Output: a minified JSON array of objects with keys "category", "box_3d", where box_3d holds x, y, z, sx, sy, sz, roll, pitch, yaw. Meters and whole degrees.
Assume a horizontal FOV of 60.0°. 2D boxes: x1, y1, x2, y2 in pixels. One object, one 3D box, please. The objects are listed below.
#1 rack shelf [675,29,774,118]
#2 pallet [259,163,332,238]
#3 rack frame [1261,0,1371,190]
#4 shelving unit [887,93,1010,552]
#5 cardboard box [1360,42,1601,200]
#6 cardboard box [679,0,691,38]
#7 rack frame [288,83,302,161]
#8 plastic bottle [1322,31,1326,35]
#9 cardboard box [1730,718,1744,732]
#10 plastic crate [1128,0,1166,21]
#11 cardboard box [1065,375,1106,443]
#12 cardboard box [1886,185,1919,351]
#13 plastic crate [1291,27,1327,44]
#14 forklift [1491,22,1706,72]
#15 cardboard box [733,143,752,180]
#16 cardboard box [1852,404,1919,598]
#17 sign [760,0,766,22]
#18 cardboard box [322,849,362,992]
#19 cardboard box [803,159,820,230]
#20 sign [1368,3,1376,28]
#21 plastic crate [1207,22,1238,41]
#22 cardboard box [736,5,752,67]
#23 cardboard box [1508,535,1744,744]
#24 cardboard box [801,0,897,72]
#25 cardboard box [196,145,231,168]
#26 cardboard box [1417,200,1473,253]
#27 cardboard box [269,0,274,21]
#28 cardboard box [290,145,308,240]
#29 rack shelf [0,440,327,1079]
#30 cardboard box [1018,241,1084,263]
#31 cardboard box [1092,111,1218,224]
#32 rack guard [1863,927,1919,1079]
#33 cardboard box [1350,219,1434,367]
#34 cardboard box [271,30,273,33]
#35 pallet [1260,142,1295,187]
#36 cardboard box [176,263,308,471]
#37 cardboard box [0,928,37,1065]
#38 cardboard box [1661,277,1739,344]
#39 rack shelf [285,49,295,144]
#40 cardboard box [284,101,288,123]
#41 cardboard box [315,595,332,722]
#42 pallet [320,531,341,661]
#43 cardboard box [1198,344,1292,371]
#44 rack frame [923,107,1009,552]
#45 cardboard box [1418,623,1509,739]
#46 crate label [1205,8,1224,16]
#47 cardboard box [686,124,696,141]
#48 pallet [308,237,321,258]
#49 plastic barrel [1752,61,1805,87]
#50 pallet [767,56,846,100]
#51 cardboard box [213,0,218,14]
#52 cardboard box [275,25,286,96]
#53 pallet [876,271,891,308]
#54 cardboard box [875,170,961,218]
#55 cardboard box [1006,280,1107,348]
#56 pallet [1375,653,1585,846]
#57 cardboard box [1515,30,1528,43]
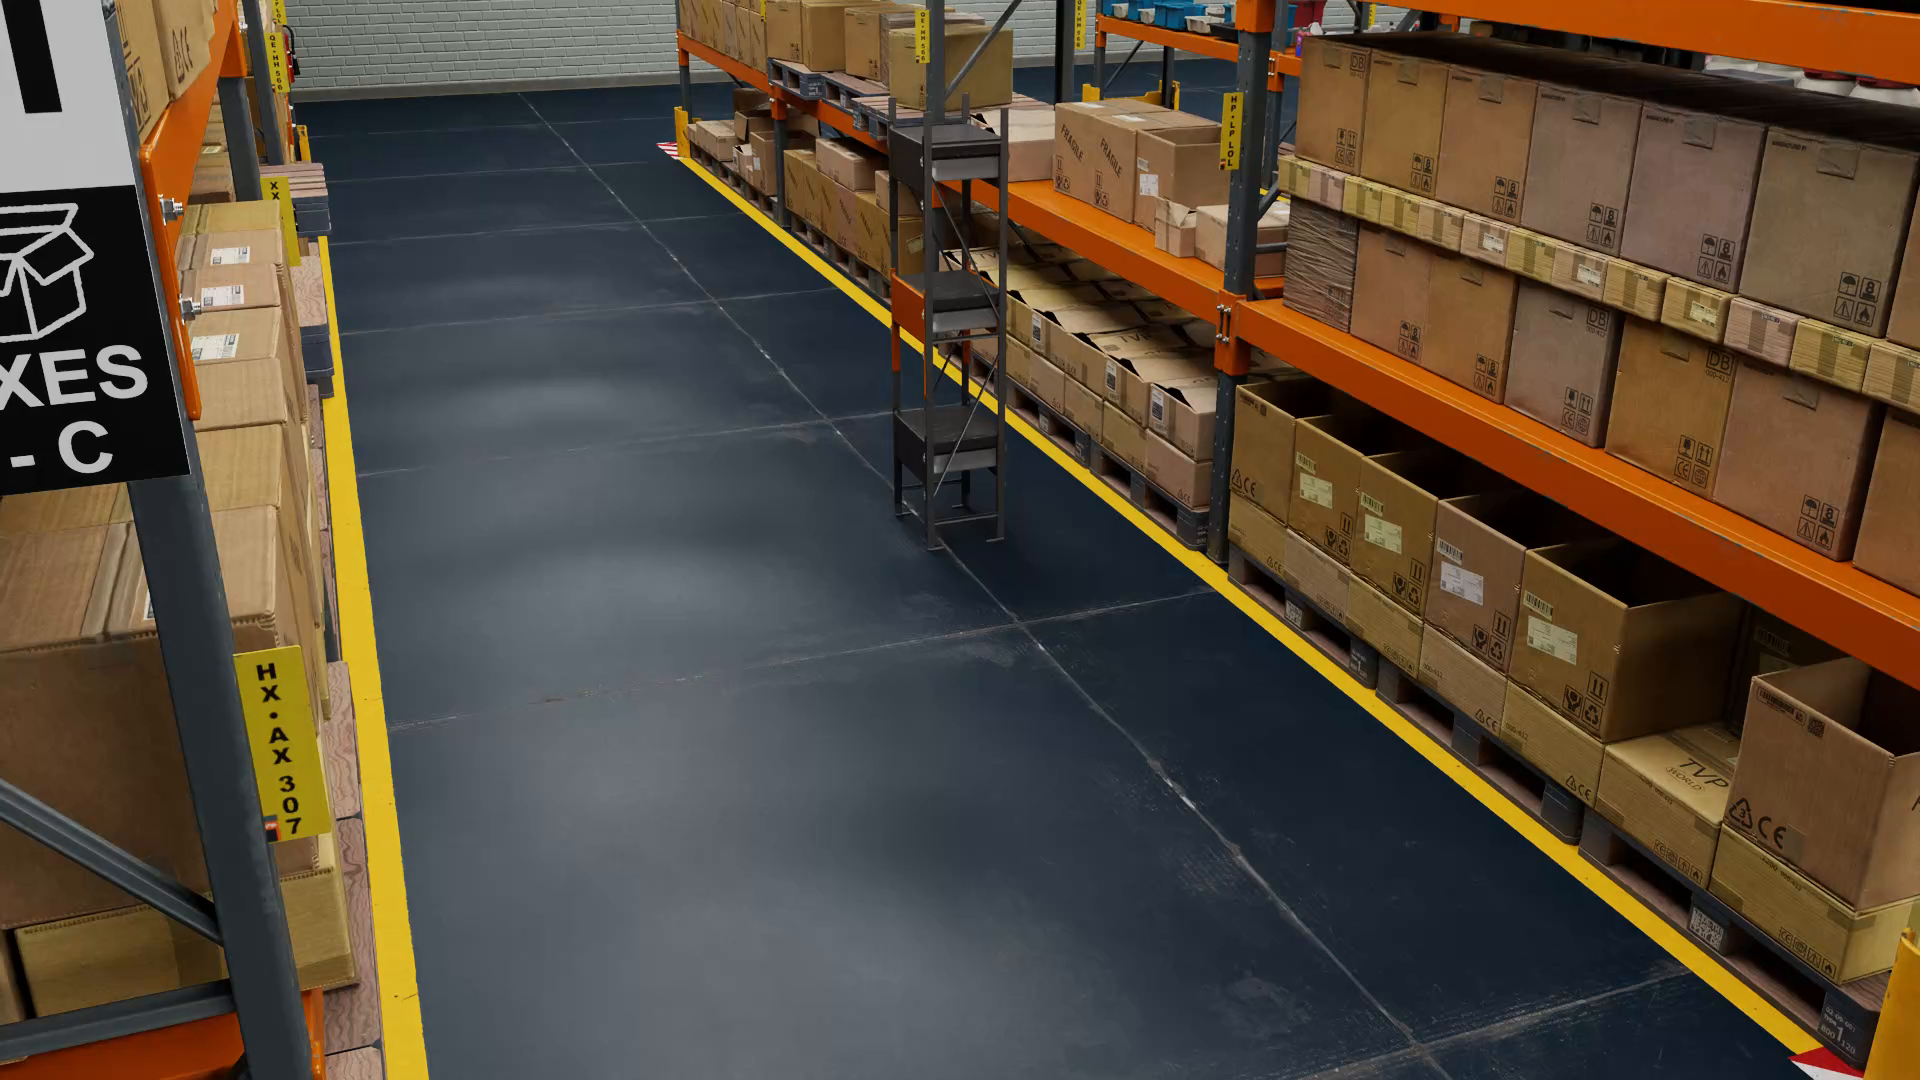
[{"category":"rack shelf","box_3d":[-1.852,-4.649,16.344,1.077,0.370,4.000,-8,24,-19]},{"category":"pallet","box_3d":[-4.014,-1.787,8.874,1.213,0.211,1.003,-8,24,-19]},{"category":"rack frame","box_3d":[3.490,-4.932,16.090,1.000,3.000,0.127,-8,24,-19]},{"category":"shelving unit","box_3d":[-0.058,-1.028,7.985,0.431,2.100,0.503,-8,24,-19]},{"category":"cardboard box","box_3d":[2.023,-1.647,6.497,0.700,0.500,0.500,-8,24,-19]},{"category":"cardboard box","box_3d":[-2.648,-5.556,17.441,0.500,0.500,0.500,-8,24,-18]},{"category":"rack frame","box_3d":[-7.191,-5.026,16.313,1.000,3.000,0.127,-8,24,-19]},{"category":"plastic bottle","box_3d":[3.360,-4.558,15.367,0.097,0.271,0.097,0,23,0]},{"category":"cardboard box","box_3d":[2.932,0.773,5.553,0.500,0.250,0.500,-8,24,-19]},{"category":"plastic crate","box_3d":[2.089,-5.962,18.671,0.416,0.233,0.300,-8,24,-19]},{"category":"cardboard box","box_3d":[0.905,-0.754,9.177,0.500,0.250,0.500,-8,24,-18]},{"category":"cardboard box","box_3d":[2.922,-0.728,4.316,0.700,0.500,0.500,-8,24,-19]},{"category":"plastic crate","box_3d":[3.459,-5.027,16.577,0.396,0.136,0.243,-8,24,-19]},{"category":"forklift","box_3d":[3.303,-2.087,9.429,1.130,2.935,3.031,-5,23,-12]},{"category":"cardboard box","box_3d":[-1.877,-3.658,15.963,0.500,0.311,0.500,-8,24,-19]},{"category":"cardboard box","box_3d":[2.941,-0.111,4.523,0.700,0.500,0.500,-8,24,-19]},{"category":"sign","box_3d":[-1.650,-4.576,14.129,0.100,0.325,0.005,-8,24,-19]},{"category":"cardboard box","box_3d":[-2.113,0.992,4.686,0.700,0.500,0.500,-10,25,-22]},{"category":"cardboard box","box_3d":[-1.004,-2.903,13.928,0.500,0.500,0.500,-8,24,-18]},{"category":"sign","box_3d":[4.005,-5.134,16.214,0.100,0.325,0.005,-8,24,-19]},{"category":"plastic crate","box_3d":[2.843,-5.203,17.009,0.437,0.125,0.590,-8,24,-19]},{"category":"cardboard box","box_3d":[-1.745,-4.633,15.253,0.500,0.500,0.500,-8,24,-17]},{"category":"cardboard box","box_3d":[2.259,0.319,5.665,0.500,0.500,0.500,-8,24,-19]},{"category":"cardboard box","box_3d":[-0.885,-4.049,13.326,0.700,0.500,0.500,-5,23,-11]},{"category":"cardboard box","box_3d":[-3.291,-1.308,6.797,0.700,0.500,0.500,-6,24,-14]},{"category":"cardboard box","box_3d":[1.957,-1.197,6.264,0.380,0.149,0.250,-9,25,-21]},{"category":"cardboard box","box_3d":[-5.374,-3.976,12.319,0.500,0.250,0.500,-8,24,-18]},{"category":"cardboard box","box_3d":[-5.427,-2.557,12.683,0.750,0.750,0.750,-8,24,-18]},{"category":"rack shelf","box_3d":[-2.246,0.392,4.384,1.077,0.370,4.000,-8,24,-19]},{"category":"cardboard box","box_3d":[0.683,-1.829,11.004,0.500,0.311,0.500,-8,24,-18]},{"category":"cardboard box","box_3d":[1.062,-2.048,9.118,0.500,0.500,0.500,-8,24,-19]},{"category":"rack guard","box_3d":[3.102,1.267,4.600,1.175,0.500,0.348,-8,24,-19]},{"category":"cardboard box","box_3d":[2.036,-1.042,6.731,0.700,0.500,0.500,-9,24,-20]},{"category":"cardboard box","box_3d":[-5.020,-3.264,11.595,0.500,0.500,0.500,-8,24,-19]},{"category":"pallet","box_3d":[3.194,-3.909,17.253,1.003,0.211,1.213,-8,24,-19]},{"category":"cardboard box","box_3d":[-2.146,-0.457,4.675,0.500,0.500,0.500,-9,24,-21]},{"category":"cardboard box","box_3d":[-1.886,0.704,2.885,0.500,0.250,0.500,-8,24,-18]},{"category":"cardboard box","box_3d":[2.416,-0.726,5.147,0.380,0.149,0.250,-8,24,-17]},{"category":"rack shelf","box_3d":[-6.485,-3.968,14.729,1.077,0.370,4.000,-8,24,-19]},{"category":"cardboard box","box_3d":[-5.085,-3.106,12.054,0.380,0.149,0.250,-8,24,-19]},{"category":"cardboard box","box_3d":[-1.786,0.254,3.953,0.500,0.250,0.500,-9,24,-20]},{"category":"pallet","box_3d":[-3.229,0.336,7.180,1.003,0.211,1.213,-8,24,-19]},{"category":"cardboard box","box_3d":[1.596,-0.899,8.798,0.500,0.311,0.500,-9,24,-20]},{"category":"rack frame","box_3d":[0.028,-0.939,7.775,0.400,2.100,0.015,-8,24,-19]},{"category":"cardboard box","box_3d":[2.087,0.482,6.243,0.500,0.250,0.500,-8,24,-19]},{"category":"crate label","box_3d":[2.745,-5.815,18.447,0.396,0.136,0.243,-8,24,-19]},{"category":"cardboard box","box_3d":[-2.732,-4.397,17.924,0.380,0.149,0.250,-8,24,-19]},{"category":"pallet","box_3d":[-5.974,-2.575,14.087,1.003,0.211,1.213,-8,24,-19]},{"category":"plastic barrel","box_3d":[5.615,-3.033,11.439,0.421,0.512,0.421,0,23,0]},{"category":"pallet","box_3d":[-0.965,-3.860,13.793,1.003,0.211,1.213,-8,24,-19]},{"category":"cardboard box","box_3d":[-2.145,-1.572,4.102,0.500,0.500,0.500,-9,25,-21]},{"category":"cardboard box","box_3d":[-5.955,-3.910,13.279,0.980,0.700,0.700,-8,24,-18]},{"category":"pallet","box_3d":[0.039,-1.792,12.230,1.003,0.211,1.213,-8,24,-19]},{"category":"cardboard box","box_3d":[-0.306,-2.524,12.064,0.500,0.250,0.500,-7,24,-17]},{"category":"cardboard box","box_3d":[0.550,-1.379,9.938,0.500,0.311,0.500,-9,24,-20]},{"category":"pallet","box_3d":[2.357,0.677,6.373,1.003,0.211,1.213,-8,24,-19]},{"category":"cardboard box","box_3d":[7.333,-5.727,20.171,0.875,0.875,0.875,-8,24,-19]}]
